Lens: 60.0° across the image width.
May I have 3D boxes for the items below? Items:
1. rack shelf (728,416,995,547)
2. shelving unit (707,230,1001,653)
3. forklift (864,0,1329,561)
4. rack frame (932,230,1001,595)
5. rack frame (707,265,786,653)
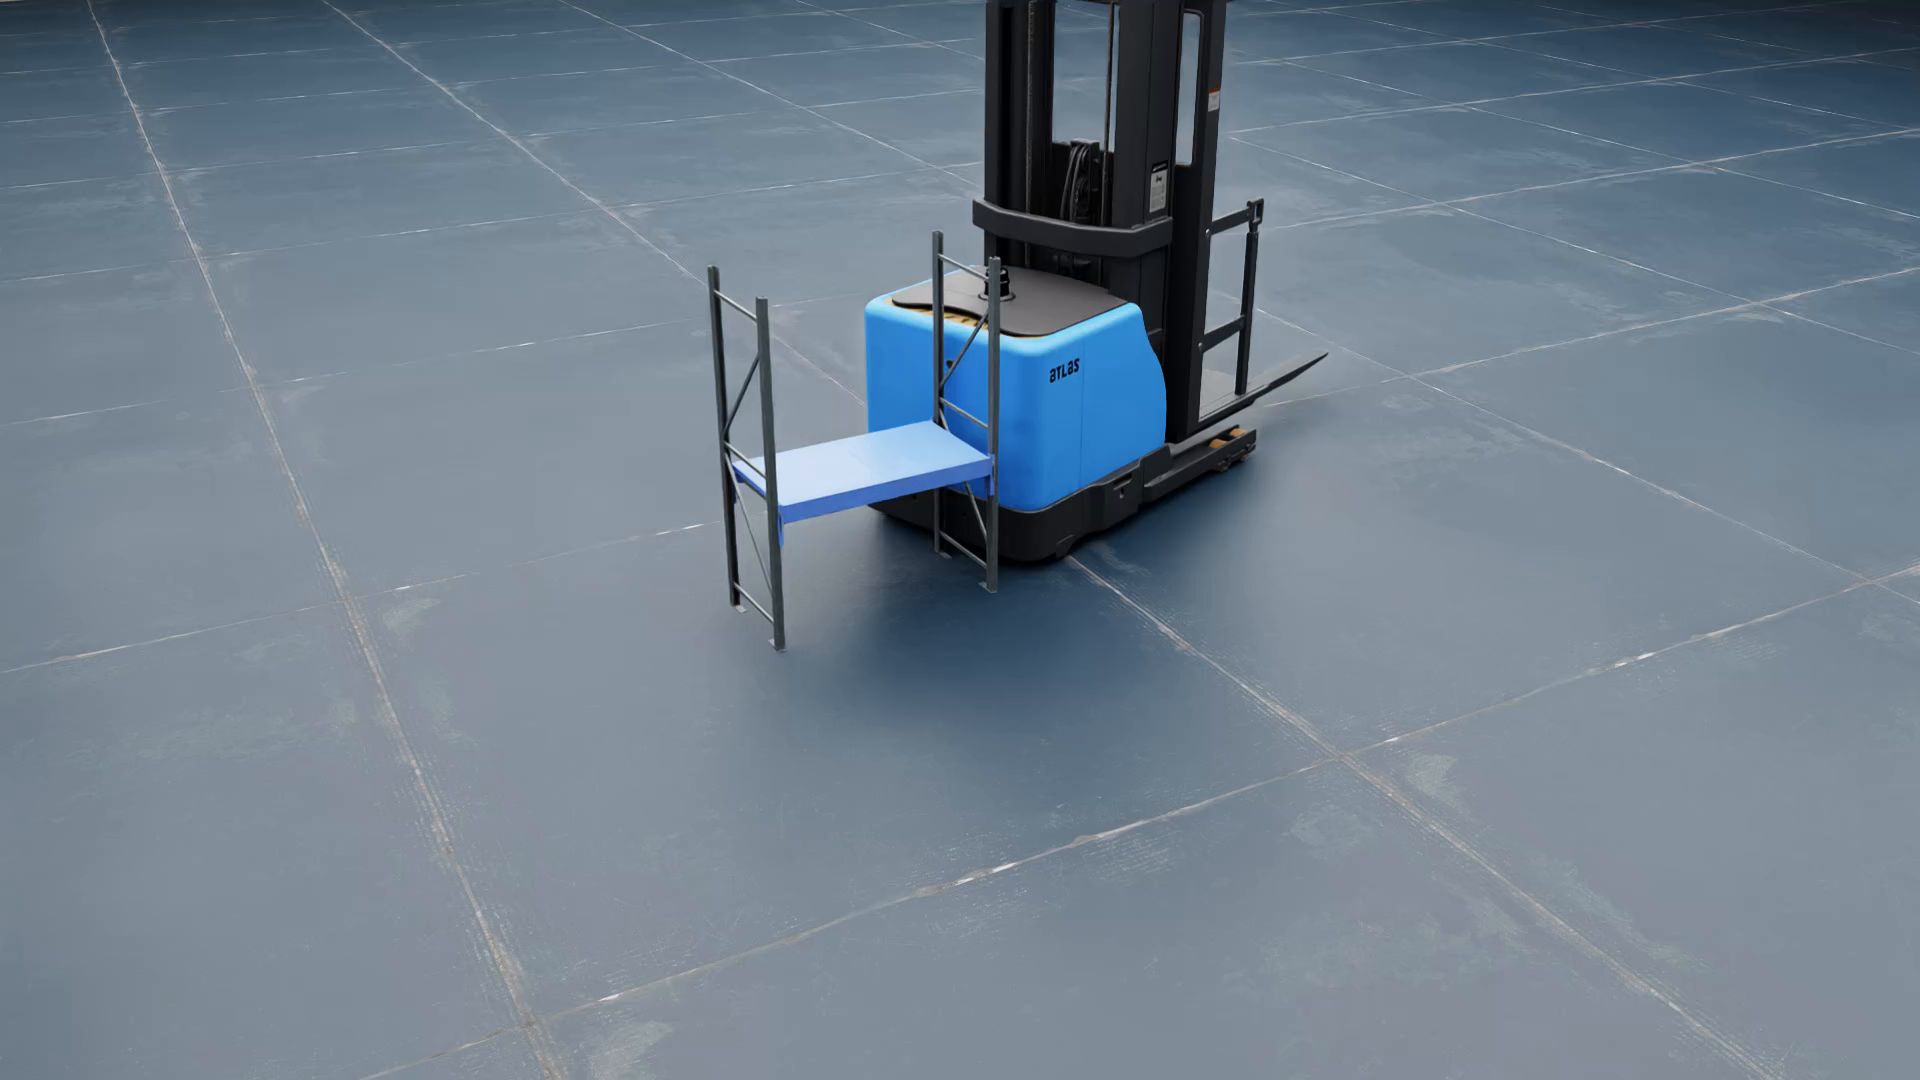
[{"bbox_3d":[-0.415,-0.260,6.974,1.000,0.185,0.538,-14,29,-27],"label":"rack shelf"},{"bbox_3d":[-0.415,-0.422,6.896,1.048,1.500,0.538,-14,29,-27],"label":"shelving unit"},{"bbox_3d":[0.881,-1.791,8.093,1.130,2.935,3.031,20,32,35],"label":"forklift"},{"bbox_3d":[0.023,-0.534,7.129,0.032,1.500,0.500,-14,29,-27],"label":"rack frame"},{"bbox_3d":[-0.852,-0.310,6.662,0.032,1.500,0.500,-14,29,-27],"label":"rack frame"}]
